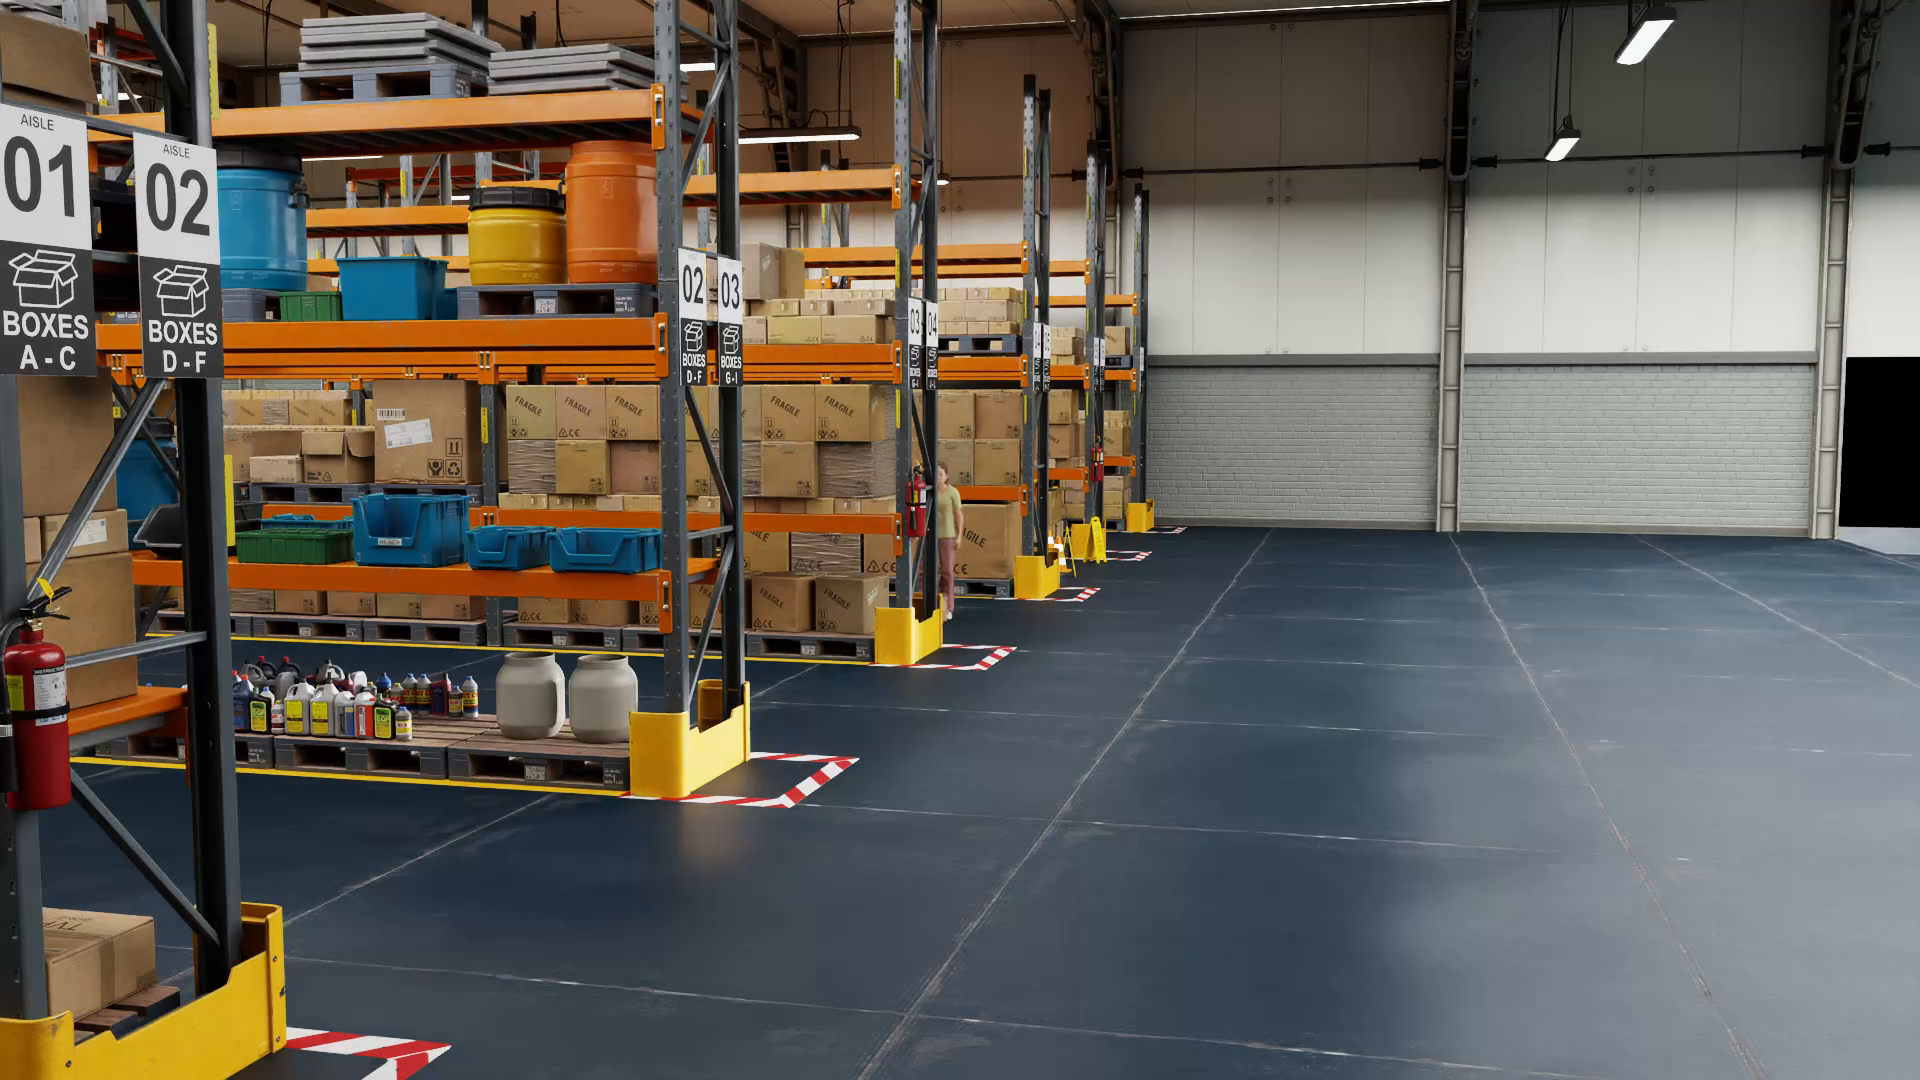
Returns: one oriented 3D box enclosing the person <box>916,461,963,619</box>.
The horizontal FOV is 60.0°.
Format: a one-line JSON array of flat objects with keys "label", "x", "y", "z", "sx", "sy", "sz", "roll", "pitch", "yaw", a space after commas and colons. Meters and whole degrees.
[{"label": "person", "x": -0.232, "y": 0.000, "z": 17.567, "sx": 0.509, "sy": 1.671, "sz": 0.369, "roll": 1, "pitch": 5, "yaw": 11}]
